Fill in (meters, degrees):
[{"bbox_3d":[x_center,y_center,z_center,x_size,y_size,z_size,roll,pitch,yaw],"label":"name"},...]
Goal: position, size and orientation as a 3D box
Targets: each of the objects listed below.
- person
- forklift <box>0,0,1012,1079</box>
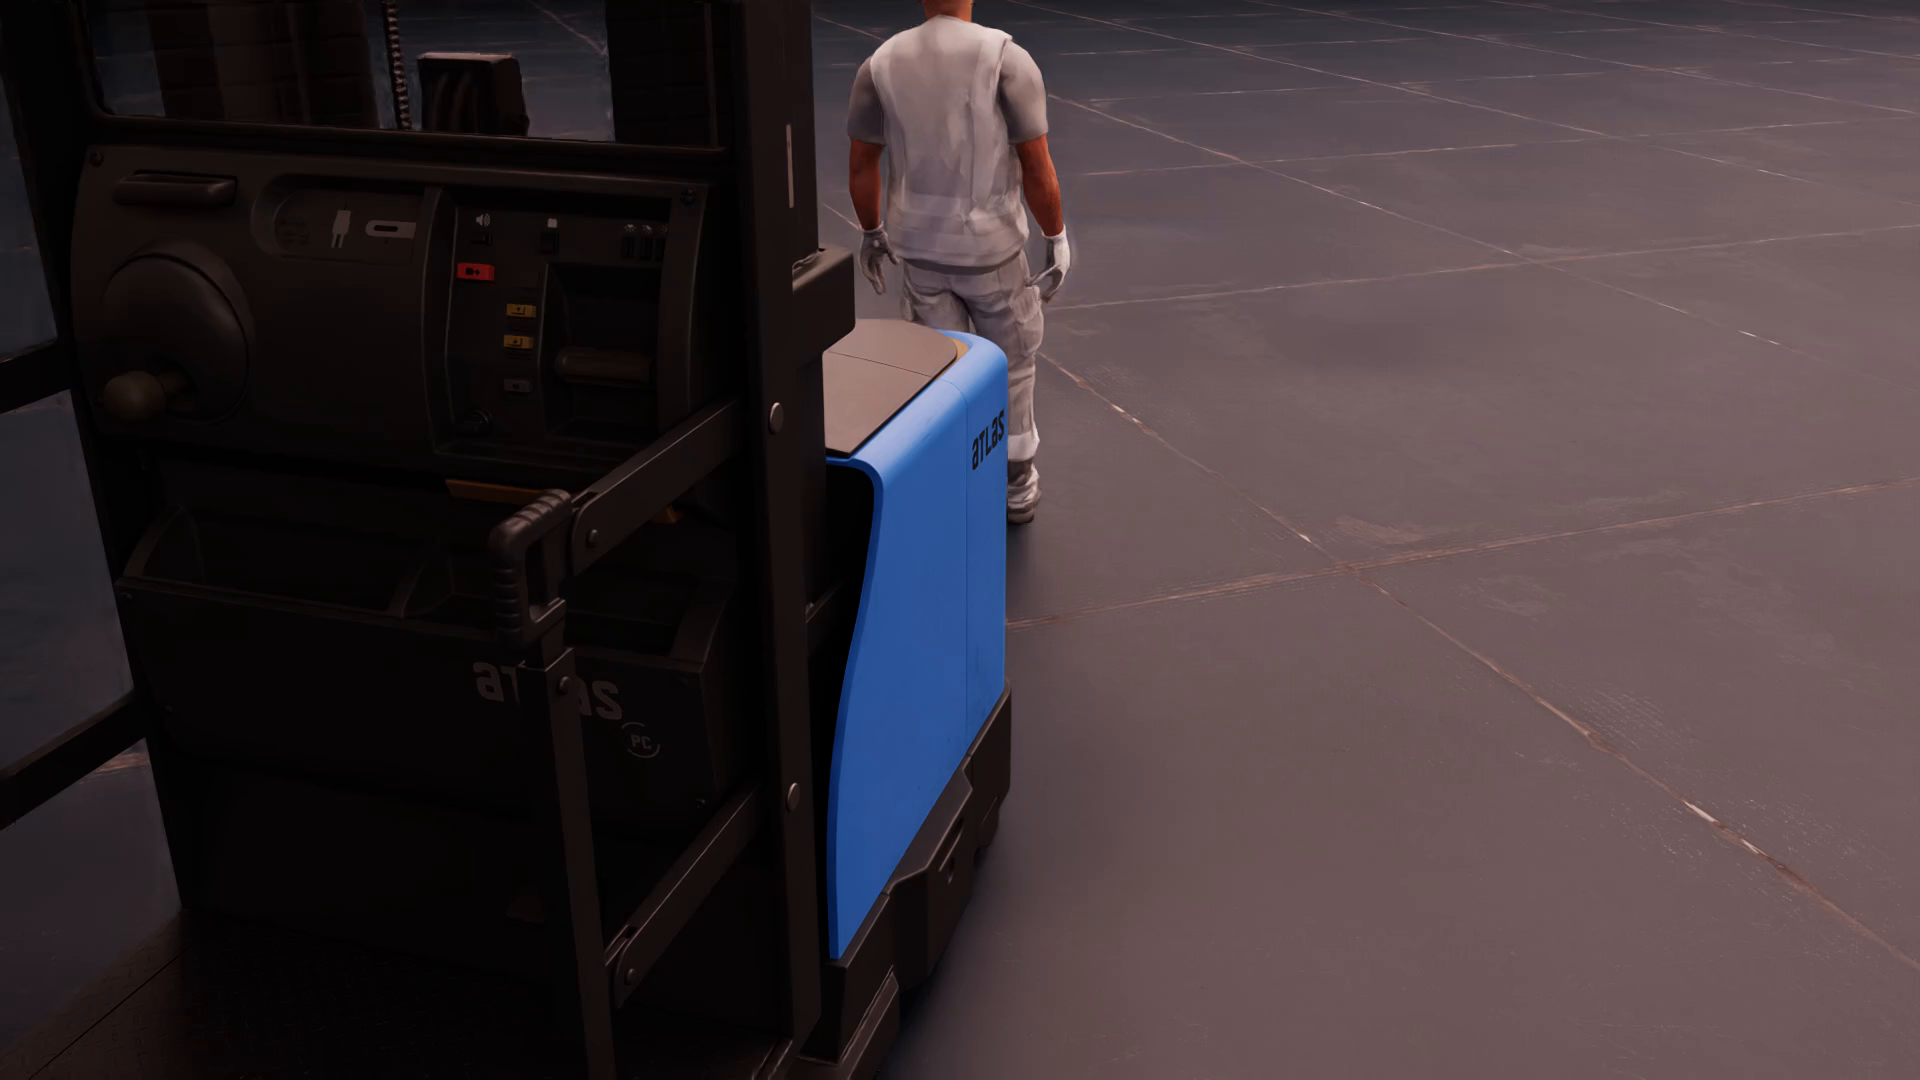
[{"bbox_3d":[0.033,-0.875,4.858,0.639,1.785,0.637,8,24,17],"label":"person"},{"bbox_3d":[-0.818,-0.280,1.965,1.130,2.935,3.031,7,24,16],"label":"forklift"}]
